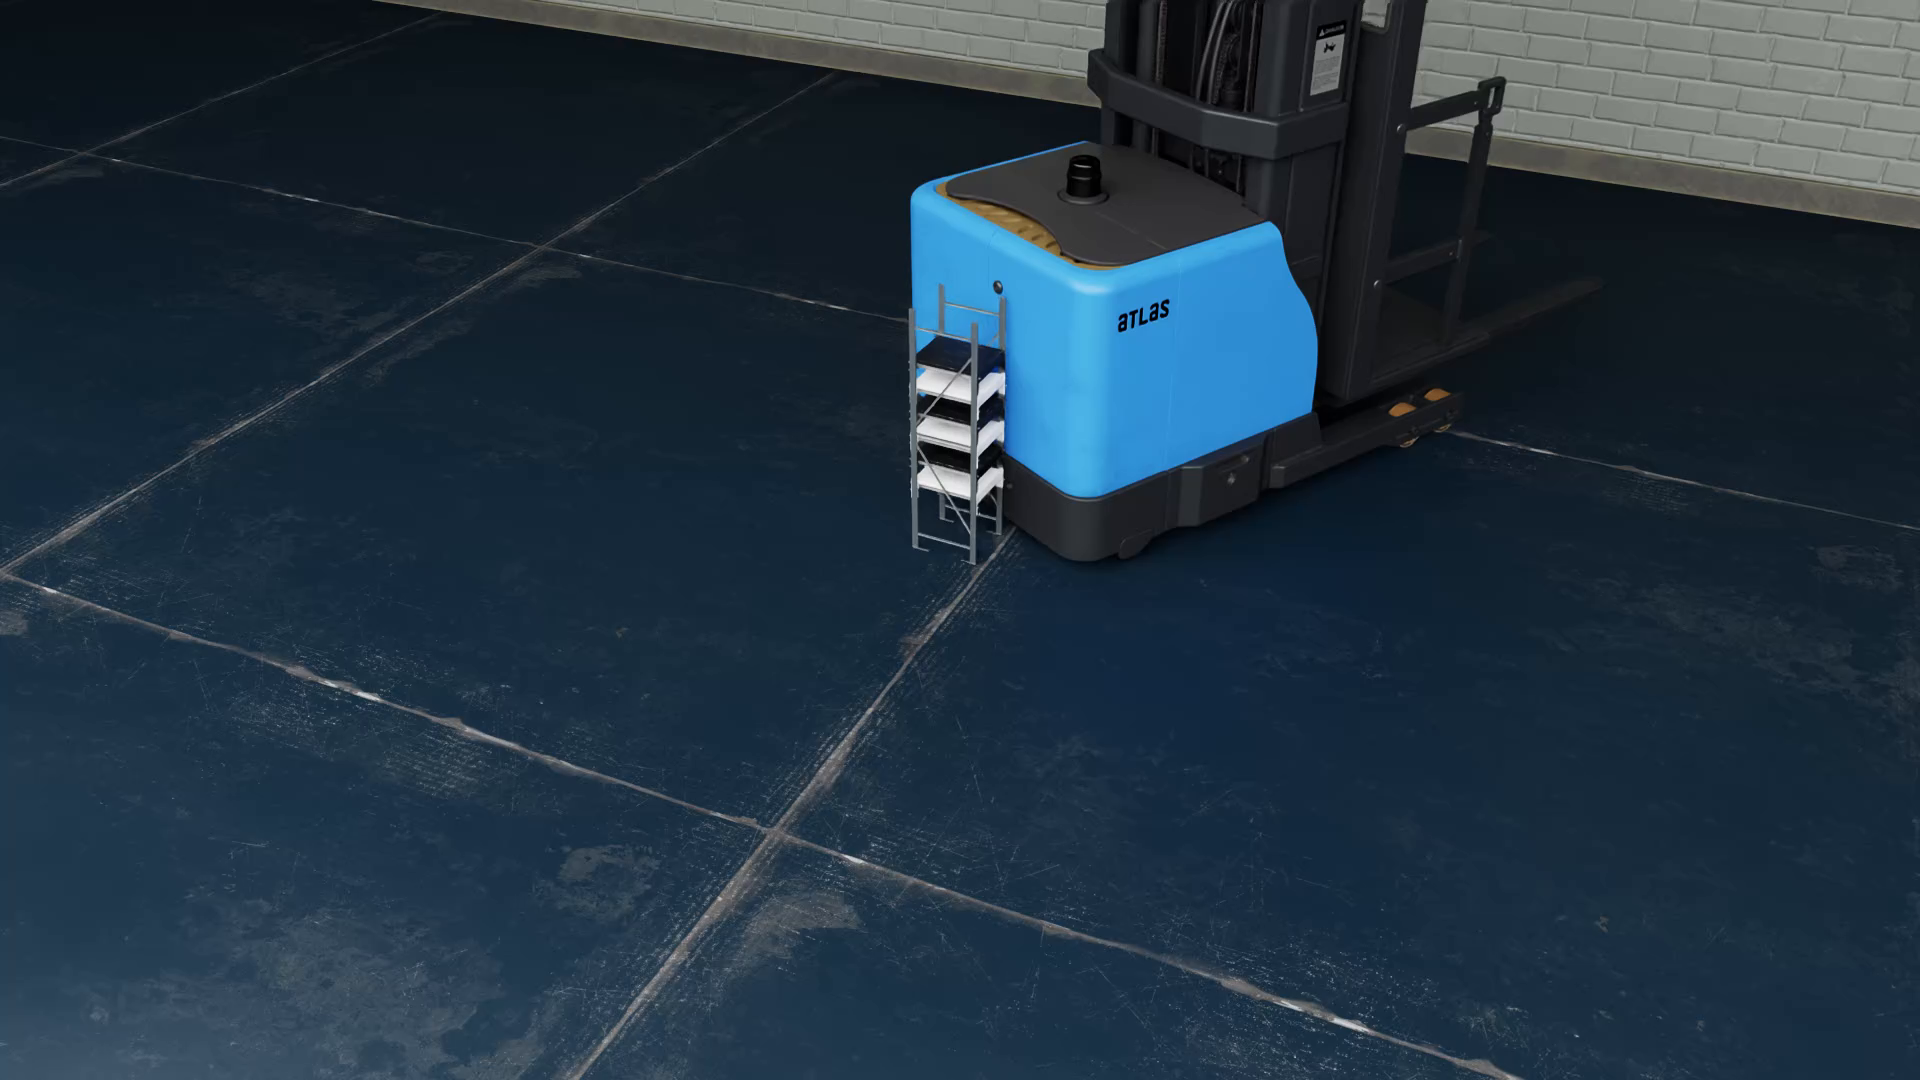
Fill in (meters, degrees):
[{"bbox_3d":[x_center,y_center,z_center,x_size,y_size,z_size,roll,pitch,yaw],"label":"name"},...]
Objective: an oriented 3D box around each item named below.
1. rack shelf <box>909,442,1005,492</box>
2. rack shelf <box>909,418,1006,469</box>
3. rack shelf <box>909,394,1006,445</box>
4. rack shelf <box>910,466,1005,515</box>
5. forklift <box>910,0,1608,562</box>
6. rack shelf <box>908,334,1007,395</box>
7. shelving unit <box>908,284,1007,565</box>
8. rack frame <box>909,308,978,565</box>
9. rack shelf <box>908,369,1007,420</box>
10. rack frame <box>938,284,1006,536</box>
[{"bbox_3d":[-0.008,-0.268,5.562,0.258,0.077,0.200,16,36,22],"label":"rack shelf"},{"bbox_3d":[-0.008,-0.343,5.513,0.258,0.077,0.200,16,36,22],"label":"rack shelf"},{"bbox_3d":[-0.008,-0.419,5.463,0.258,0.077,0.200,16,36,22],"label":"rack shelf"},{"bbox_3d":[-0.008,-0.193,5.612,0.258,0.077,0.200,16,36,22],"label":"rack shelf"},{"bbox_3d":[1.309,-1.789,5.806,3.031,2.935,1.130,-22,39,-29],"label":"forklift"},{"bbox_3d":[-0.007,-0.569,5.365,0.258,0.077,0.200,16,36,22],"label":"rack shelf"},{"bbox_3d":[-0.008,-0.371,5.495,0.258,0.900,0.210,16,36,22],"label":"shelving unit"},{"bbox_3d":[-0.053,-0.321,5.419,0.240,0.900,0.006,16,36,22],"label":"rack frame"},{"bbox_3d":[-0.007,-0.494,5.414,0.258,0.077,0.200,16,36,22],"label":"rack shelf"},{"bbox_3d":[0.038,-0.421,5.571,0.240,0.900,0.006,16,36,22],"label":"rack frame"}]
